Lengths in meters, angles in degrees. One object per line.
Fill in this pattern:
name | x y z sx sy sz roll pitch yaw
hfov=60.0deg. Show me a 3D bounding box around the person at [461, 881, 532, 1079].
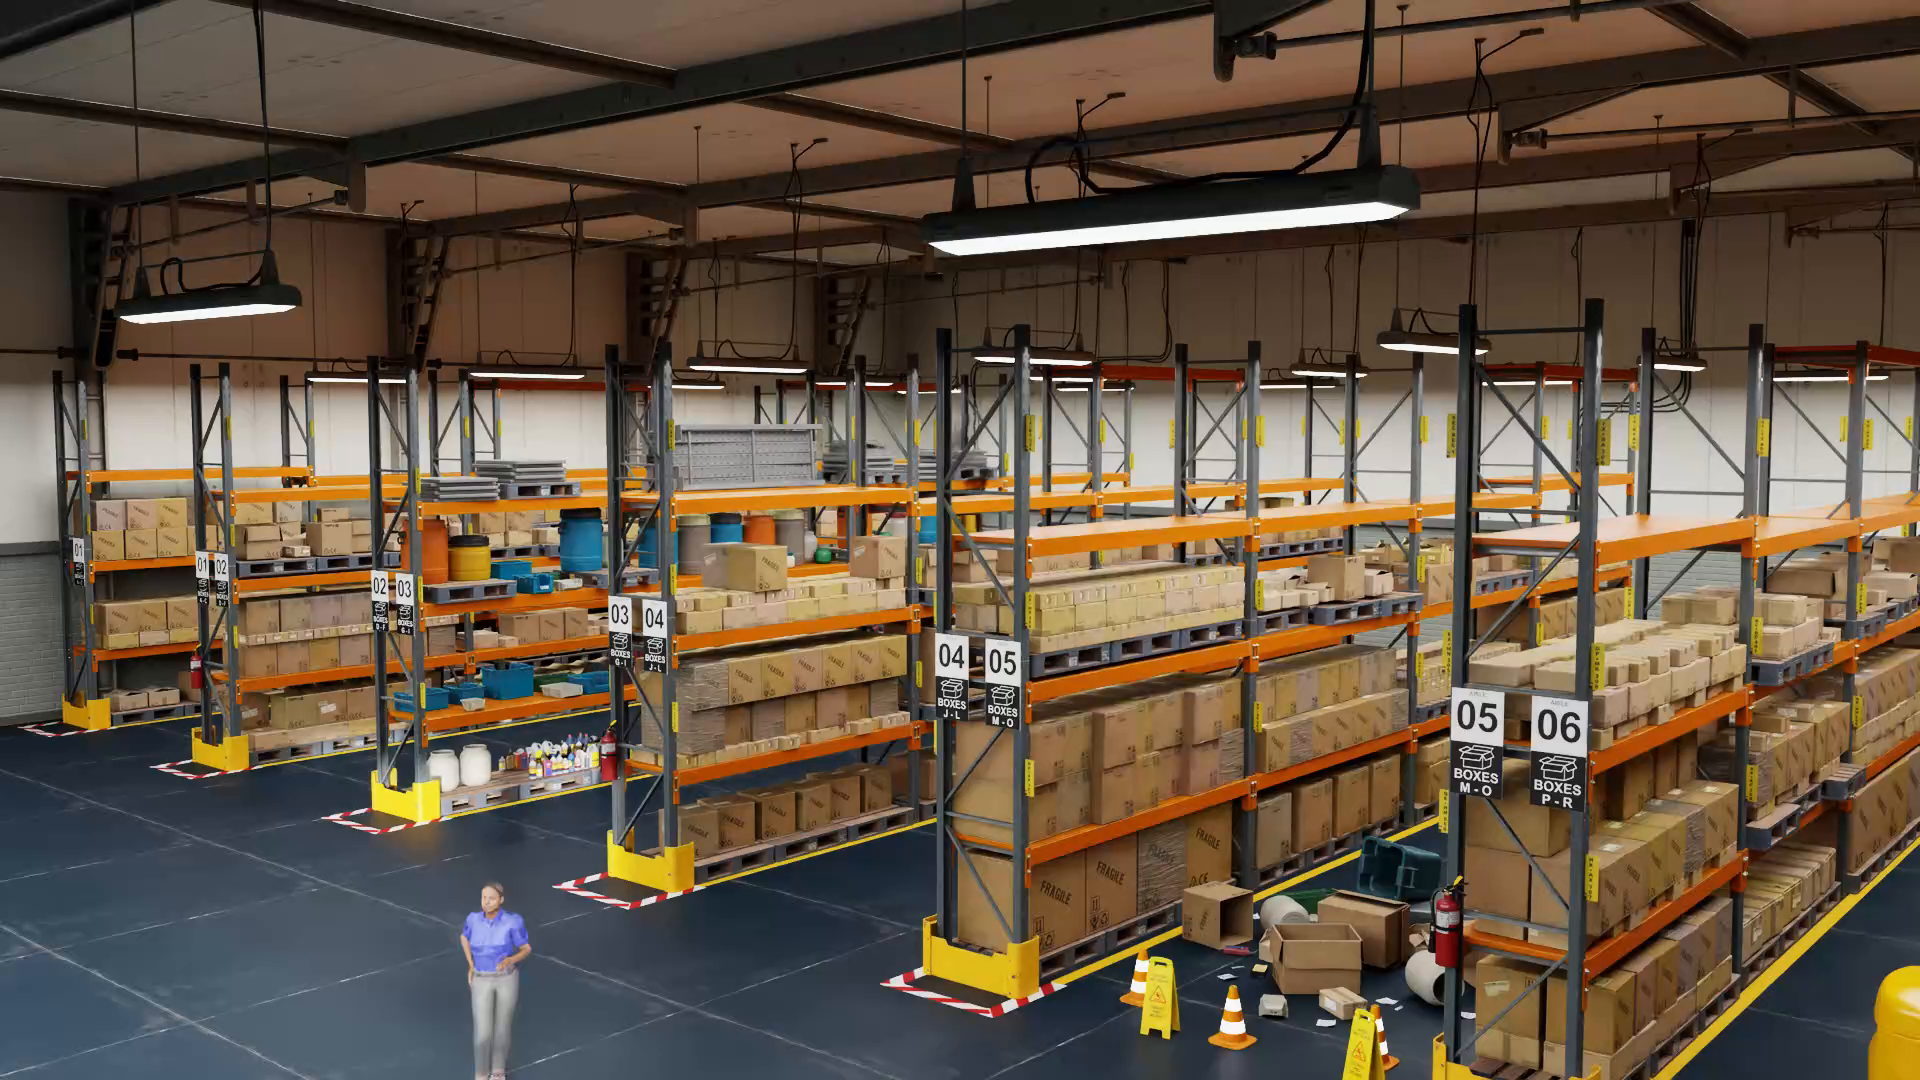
person | -3.554 3.441 12.720 0.548 1.684 0.683 -1 4 -10
